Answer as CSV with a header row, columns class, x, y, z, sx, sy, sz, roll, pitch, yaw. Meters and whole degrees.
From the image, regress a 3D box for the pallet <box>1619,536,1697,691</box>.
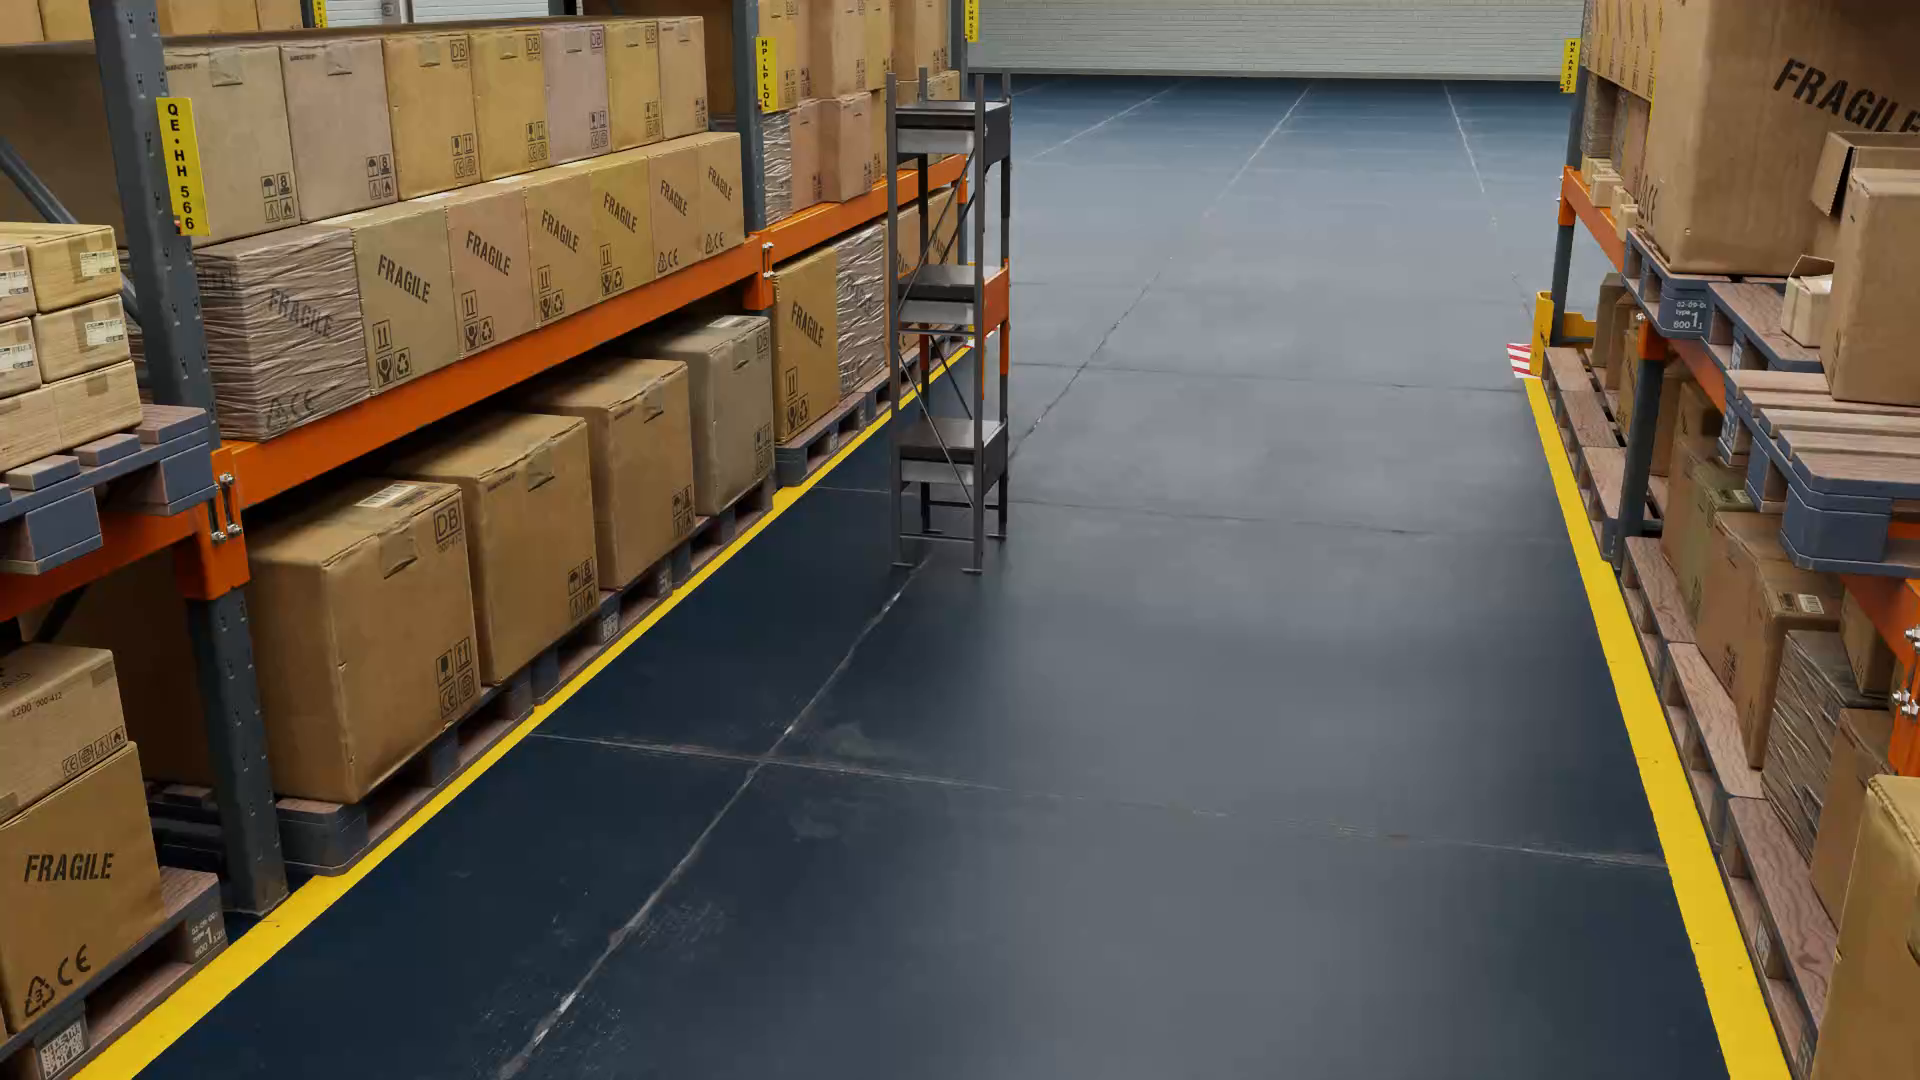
class,x,y,z,sx,sy,sz,roll,pitch,yaw
pallet,3.173,0.308,6.460,1.003,0.211,1.213,5,19,13

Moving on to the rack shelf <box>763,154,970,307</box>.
class,x,y,z,sx,sy,sz,roll,pitch,yaw
rack shelf,-0.935,-1.966,9.915,1.077,0.370,4.000,5,19,13

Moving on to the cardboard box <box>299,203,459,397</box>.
class,x,y,z,sx,sy,sz,roll,pitch,yaw
cardboard box,-1.908,-0.752,5.094,0.500,0.500,0.500,4,19,13

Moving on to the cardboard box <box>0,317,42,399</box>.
class,x,y,z,sx,sy,sz,roll,pitch,yaw
cardboard box,-2.143,-0.372,3.414,0.380,0.149,0.250,5,20,15

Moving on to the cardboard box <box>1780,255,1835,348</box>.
class,x,y,z,sx,sy,sz,roll,pitch,yaw
cardboard box,2.530,-0.681,4.600,0.396,0.266,0.258,4,19,12

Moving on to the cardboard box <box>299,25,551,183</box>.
class,x,y,z,sx,sy,sz,roll,pitch,yaw
cardboard box,-1.911,-1.566,5.930,0.700,0.500,0.500,4,19,13

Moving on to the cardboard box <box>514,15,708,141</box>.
class,x,y,z,sx,sy,sz,roll,pitch,yaw
cardboard box,-1.539,-2.044,7.329,0.700,0.500,0.500,4,19,12

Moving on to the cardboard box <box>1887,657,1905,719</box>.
class,x,y,z,sx,sy,sz,roll,pitch,yaw
cardboard box,2.519,0.405,3.887,0.500,0.250,0.500,5,20,16

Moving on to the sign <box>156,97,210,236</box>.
class,x,y,z,sx,sy,sz,roll,pitch,yaw
sign,-1.872,-0.896,4.002,0.100,0.325,0.005,5,19,13

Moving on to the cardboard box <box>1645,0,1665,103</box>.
class,x,y,z,sx,sy,sz,roll,pitch,yaw
cardboard box,3.205,-2.080,6.975,0.500,0.500,0.500,5,19,13

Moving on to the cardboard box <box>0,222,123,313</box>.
class,x,y,z,sx,sy,sz,roll,pitch,yaw
cardboard box,-2.076,-0.597,3.614,0.380,0.149,0.250,4,19,11

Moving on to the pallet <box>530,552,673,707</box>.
class,x,y,z,sx,sy,sz,roll,pitch,yaw
pallet,-1.835,0.272,6.566,1.003,0.211,1.213,5,19,13

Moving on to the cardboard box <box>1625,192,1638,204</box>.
class,x,y,z,sx,sy,sz,roll,pitch,yaw
cardboard box,3.482,-1.616,8.166,0.380,0.149,0.250,5,19,13

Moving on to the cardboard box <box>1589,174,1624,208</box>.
class,x,y,z,sx,sy,sz,roll,pitch,yaw
cardboard box,3.577,-1.858,8.875,0.380,0.149,0.250,5,19,13

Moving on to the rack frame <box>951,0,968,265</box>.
class,x,y,z,sx,sy,sz,roll,pitch,yaw
rack frame,-0.446,-2.933,11.634,1.000,3.000,0.127,5,19,13

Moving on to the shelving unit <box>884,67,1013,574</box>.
class,x,y,z,sx,sy,sz,roll,pitch,yaw
shelving unit,-0.040,-0.942,7.196,0.431,2.100,0.503,5,19,13

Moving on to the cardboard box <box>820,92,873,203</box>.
class,x,y,z,sx,sy,sz,roll,pitch,yaw
cardboard box,-0.986,-2.201,9.259,0.875,0.550,0.550,5,19,13

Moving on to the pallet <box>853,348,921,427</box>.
class,x,y,z,sx,sy,sz,roll,pitch,yaw
pallet,-0.866,-0.976,10.217,1.003,0.211,1.213,5,19,13

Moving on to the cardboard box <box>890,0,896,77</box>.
class,x,y,z,sx,sy,sz,roll,pitch,yaw
cardboard box,-0.888,-3.057,10.096,0.875,0.550,0.550,5,19,13

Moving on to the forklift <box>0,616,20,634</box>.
class,x,y,z,sx,sy,sz,roll,pitch,yaw
forklift,-4.713,-1.342,7.083,1.130,2.935,3.031,-8,21,-23

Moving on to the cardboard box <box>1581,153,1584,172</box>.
class,x,y,z,sx,sy,sz,roll,pitch,yaw
cardboard box,4.038,-2.320,10.229,0.380,0.149,0.250,5,19,13

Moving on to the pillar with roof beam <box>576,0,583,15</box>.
class,x,y,z,sx,sy,sz,roll,pitch,yaw
pillar with roof beam,-2.557,-11.677,27.952,9.100,9.000,0.400,5,19,13

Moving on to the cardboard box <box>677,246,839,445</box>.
class,x,y,z,sx,sy,sz,roll,pitch,yaw
cardboard box,-1.202,-1.064,8.800,0.875,0.875,0.875,5,19,14

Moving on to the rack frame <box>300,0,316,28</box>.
class,x,y,z,sx,sy,sz,roll,pitch,yaw
rack frame,-5.271,-3.292,12.686,1.000,3.000,0.127,5,19,13

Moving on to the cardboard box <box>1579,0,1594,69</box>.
class,x,y,z,sx,sy,sz,roll,pitch,yaw
cardboard box,3.940,-3.020,9.727,0.500,0.500,0.500,5,19,13

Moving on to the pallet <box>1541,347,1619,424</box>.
class,x,y,z,sx,sy,sz,roll,pitch,yaw
pallet,4.087,-0.915,10.039,1.003,0.211,1.213,5,19,13

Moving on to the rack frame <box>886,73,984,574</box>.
class,x,y,z,sx,sy,sz,roll,pitch,yaw
rack frame,-0.100,-0.865,6.972,0.400,2.100,0.015,5,19,13

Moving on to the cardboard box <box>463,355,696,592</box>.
class,x,y,z,sx,sy,sz,roll,pitch,yaw
cardboard box,-1.727,-0.310,6.785,1.050,0.750,0.750,5,19,13

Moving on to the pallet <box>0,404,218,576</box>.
class,x,y,z,sx,sy,sz,roll,pitch,yaw
pallet,-2.472,-0.103,3.646,1.213,0.211,1.003,5,19,13

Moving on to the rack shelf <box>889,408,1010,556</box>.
class,x,y,z,sx,sy,sz,roll,pitch,yaw
rack shelf,-0.040,-0.266,7.427,0.431,0.518,0.480,5,19,13

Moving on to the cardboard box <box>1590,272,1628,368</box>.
class,x,y,z,sx,sy,sz,roll,pitch,yaw
cardboard box,4.170,-1.331,10.162,0.500,0.500,0.500,9,21,23

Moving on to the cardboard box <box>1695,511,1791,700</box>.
class,x,y,z,sx,sy,sz,roll,pitch,yaw
cardboard box,2.920,0.233,5.552,0.700,0.500,0.500,3,19,9

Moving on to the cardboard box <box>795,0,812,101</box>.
class,x,y,z,sx,sy,sz,roll,pitch,yaw
cardboard box,-1.278,-2.556,8.627,0.875,0.550,0.550,5,19,13

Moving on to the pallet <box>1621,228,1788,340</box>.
class,x,y,z,sx,sy,sz,roll,pitch,yaw
pallet,3.034,-0.937,6.088,1.003,0.211,1.213,5,19,13

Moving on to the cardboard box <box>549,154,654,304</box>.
class,x,y,z,sx,sy,sz,roll,pitch,yaw
cardboard box,-1.539,-1.225,6.480,0.500,0.500,0.500,5,19,14

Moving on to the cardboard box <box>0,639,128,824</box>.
class,x,y,z,sx,sy,sz,roll,pitch,yaw
cardboard box,-2.314,0.439,3.820,0.500,0.250,0.500,4,19,12

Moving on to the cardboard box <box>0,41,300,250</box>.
class,x,y,z,sx,sy,sz,roll,pitch,yaw
cardboard box,-2.281,-1.086,4.525,0.700,0.500,0.500,5,19,13

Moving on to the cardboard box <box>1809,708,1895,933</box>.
class,x,y,z,sx,sy,sz,roll,pitch,yaw
cardboard box,2.529,0.761,4.006,0.700,0.500,0.500,4,19,10

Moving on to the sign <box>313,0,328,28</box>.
class,x,y,z,sx,sy,sz,roll,pitch,yaw
sign,-4.738,-3.940,12.301,0.100,0.325,0.005,5,19,13

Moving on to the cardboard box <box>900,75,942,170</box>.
class,x,y,z,sx,sy,sz,roll,pitch,yaw
cardboard box,-0.606,-2.710,10.749,0.875,0.550,0.550,5,19,13

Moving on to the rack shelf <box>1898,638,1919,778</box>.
class,x,y,z,sx,sy,sz,roll,pitch,yaw
rack shelf,1.896,0.965,1.335,1.077,0.370,4.000,5,19,13

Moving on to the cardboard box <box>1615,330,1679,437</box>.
class,x,y,z,sx,sy,sz,roll,pitch,yaw
cardboard box,3.706,-0.775,8.533,0.500,0.500,0.500,3,19,9

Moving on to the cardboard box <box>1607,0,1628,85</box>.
class,x,y,z,sx,sy,sz,roll,pitch,yaw
cardboard box,3.574,-2.550,8.351,0.500,0.500,0.500,5,19,13

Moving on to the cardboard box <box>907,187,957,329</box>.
class,x,y,z,sx,sy,sz,roll,pitch,yaw
cardboard box,-0.548,-1.909,11.272,0.875,0.875,0.875,5,19,14

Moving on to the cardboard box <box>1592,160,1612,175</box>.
class,x,y,z,sx,sy,sz,roll,pitch,yaw
cardboard box,3.842,-2.086,9.544,0.380,0.149,0.250,5,19,13

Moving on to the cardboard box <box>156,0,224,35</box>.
class,x,y,z,sx,sy,sz,roll,pitch,yaw
cardboard box,-5.340,-3.450,10.987,0.700,0.500,0.500,4,19,13

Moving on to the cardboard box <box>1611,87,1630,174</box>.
class,x,y,z,sx,sy,sz,roll,pitch,yaw
cardboard box,4.008,-2.208,8.897,0.875,0.500,0.500,5,19,13
